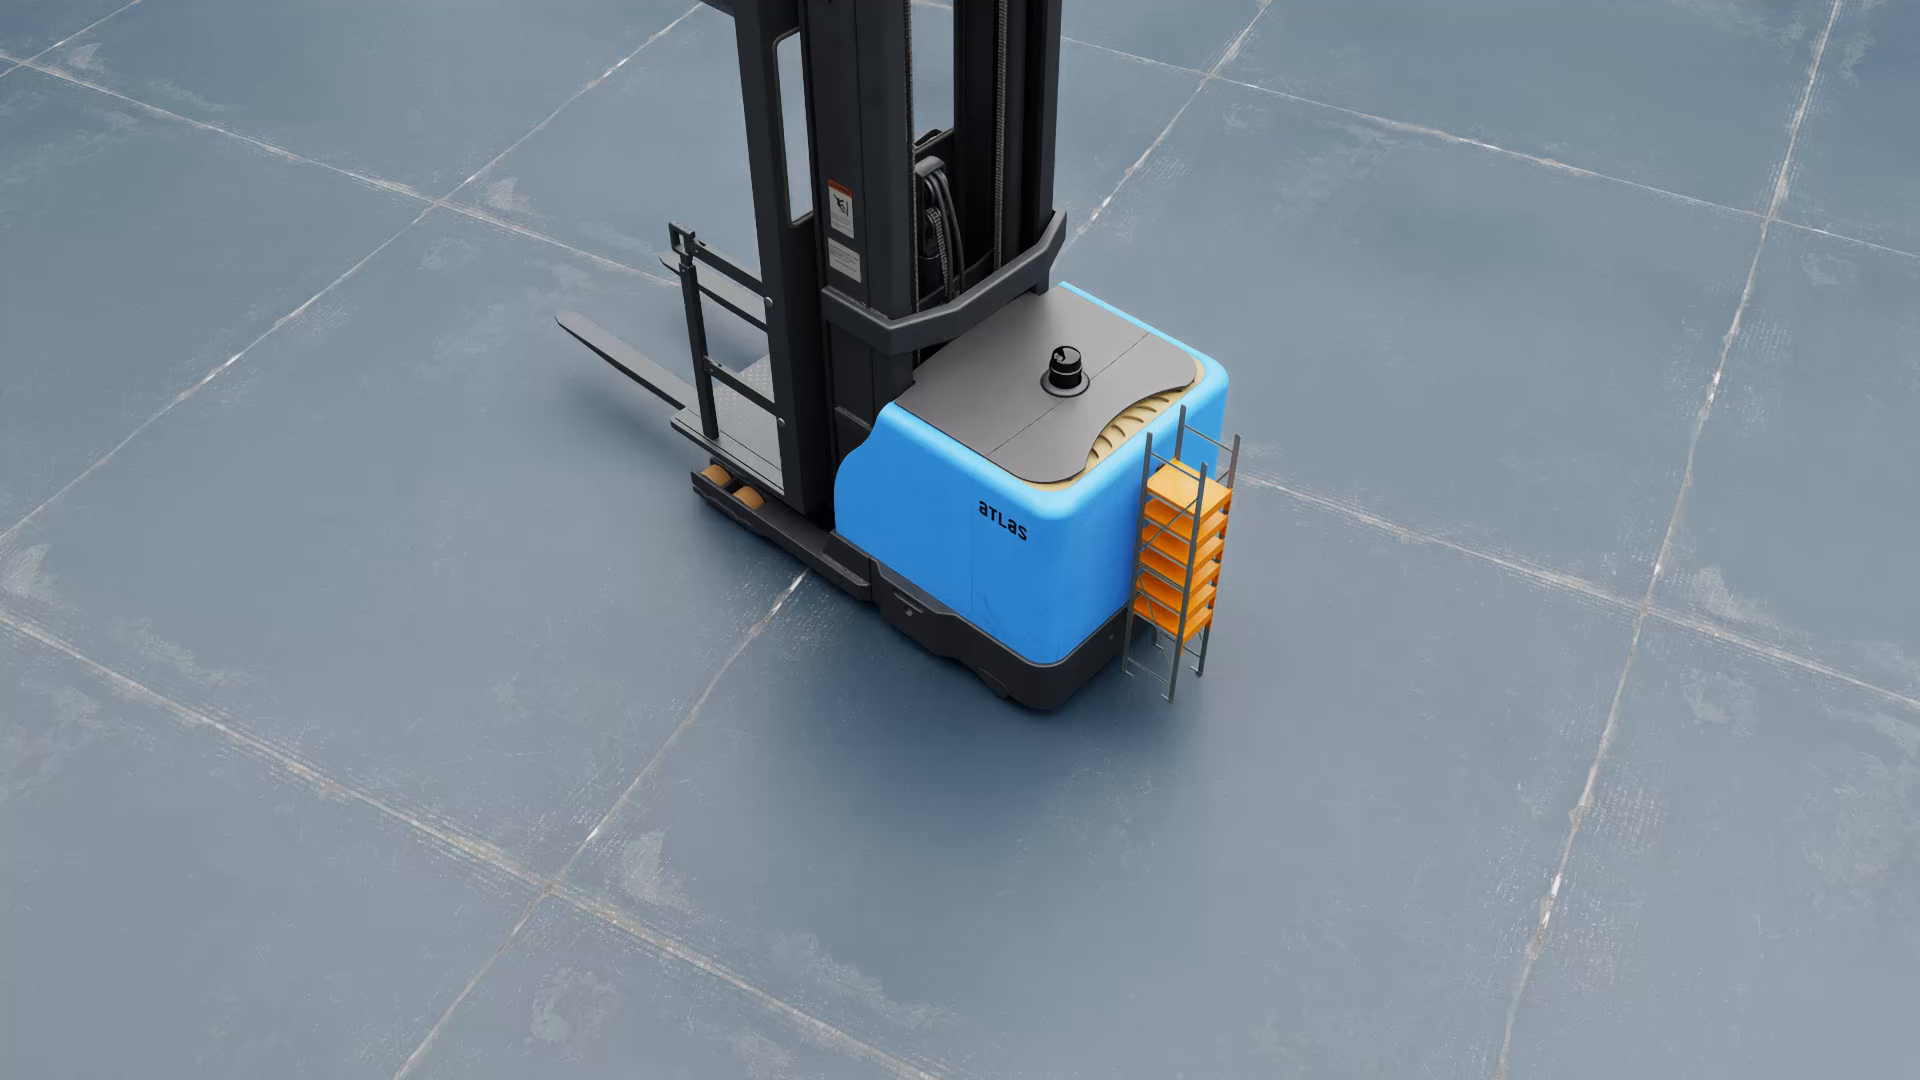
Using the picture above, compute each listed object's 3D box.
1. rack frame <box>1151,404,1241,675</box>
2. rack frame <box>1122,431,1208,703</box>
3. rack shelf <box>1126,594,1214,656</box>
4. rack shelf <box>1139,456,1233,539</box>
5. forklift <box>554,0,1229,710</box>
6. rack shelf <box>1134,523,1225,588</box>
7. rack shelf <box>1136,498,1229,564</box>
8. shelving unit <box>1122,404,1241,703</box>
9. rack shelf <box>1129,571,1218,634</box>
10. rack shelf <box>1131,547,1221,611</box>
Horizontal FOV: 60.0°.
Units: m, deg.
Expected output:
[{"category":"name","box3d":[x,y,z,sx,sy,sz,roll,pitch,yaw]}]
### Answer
[{"category":"rack frame","box3d":[0.822,0.028,5.879,0.240,1.200,0.006,33,54,28]},{"category":"rack frame","box3d":[0.699,0.124,5.783,0.240,1.200,0.006,33,54,28]},{"category":"rack shelf","box3d":[0.761,0.276,6.033,0.258,0.103,0.180,33,54,28]},{"category":"rack shelf","box3d":[0.761,-0.146,5.607,0.258,0.103,0.180,33,54,28]},{"category":"forklift","box3d":[-0.467,-1.330,6.004,3.031,2.935,1.130,33,54,28]},{"category":"rack shelf","box3d":[0.761,0.023,5.777,0.258,0.103,0.180,33,54,28]},{"category":"rack shelf","box3d":[0.761,-0.061,5.692,0.258,0.103,0.180,33,54,28]},{"category":"shelving unit","box3d":[0.761,0.076,5.831,0.258,1.200,0.189,33,54,28]},{"category":"rack shelf","box3d":[0.761,0.192,5.948,0.258,0.103,0.180,33,54,28]},{"category":"rack shelf","box3d":[0.761,0.107,5.863,0.258,0.103,0.180,33,54,28]}]
